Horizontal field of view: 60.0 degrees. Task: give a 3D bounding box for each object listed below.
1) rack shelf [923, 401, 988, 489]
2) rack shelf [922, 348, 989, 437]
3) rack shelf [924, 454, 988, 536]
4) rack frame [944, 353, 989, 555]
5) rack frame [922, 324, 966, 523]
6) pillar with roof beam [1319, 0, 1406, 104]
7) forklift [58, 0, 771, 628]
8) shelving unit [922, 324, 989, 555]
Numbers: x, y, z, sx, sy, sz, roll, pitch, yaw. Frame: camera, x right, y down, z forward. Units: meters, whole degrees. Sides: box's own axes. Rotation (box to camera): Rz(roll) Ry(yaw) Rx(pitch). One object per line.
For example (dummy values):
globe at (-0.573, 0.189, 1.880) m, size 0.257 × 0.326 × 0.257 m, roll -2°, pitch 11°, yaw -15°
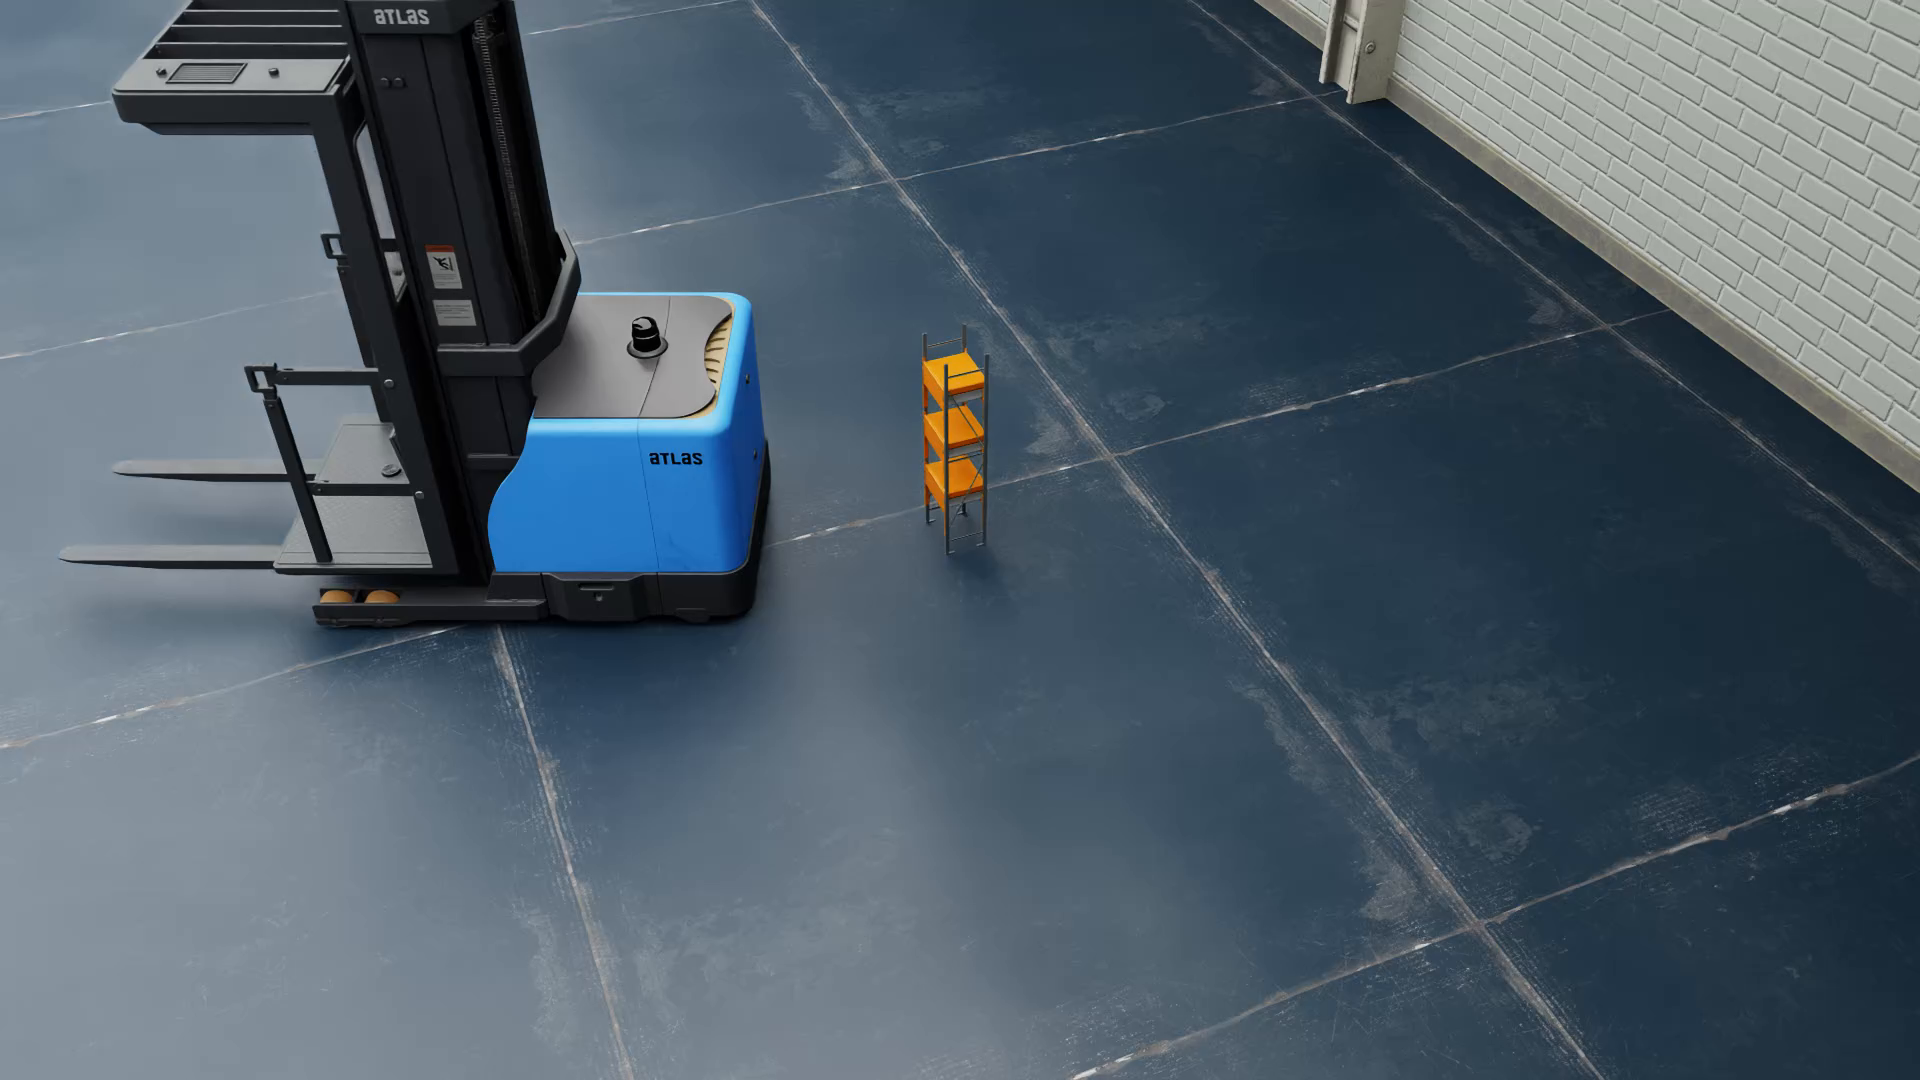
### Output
rack shelf at (-0.020, -0.422, 7.371) m, size 0.215 × 0.259 × 0.240 m, roll -15°, pitch 43°, yaw -17°
rack shelf at (-0.020, -0.637, 7.186) m, size 0.215 × 0.259 × 0.240 m, roll -15°, pitch 43°, yaw -17°
rack shelf at (-0.020, -0.212, 7.552) m, size 0.215 × 0.259 × 0.240 m, roll -15°, pitch 43°, yaw -17°
rack frame at (0.026, -0.357, 7.278) m, size 0.200 × 1.050 × 0.008 m, roll -15°, pitch 43°, yaw -17°
rack frame at (-0.067, -0.504, 7.449) m, size 0.200 × 1.050 × 0.008 m, roll -15°, pitch 43°, yaw -17°
pillar with roof beam at (-1.323, -5.384, 7.028) m, size 9.100 × 9.000 × 0.400 m, roll -15°, pitch 43°, yaw -17°
forklift at (-2.413, -1.076, 6.672) m, size 3.031 × 2.935 × 1.130 m, roll 0°, pitch 41°, yaw 0°
shelving unit at (-0.020, -0.430, 7.364) m, size 0.215 × 1.050 × 0.252 m, roll -15°, pitch 43°, yaw -17°
